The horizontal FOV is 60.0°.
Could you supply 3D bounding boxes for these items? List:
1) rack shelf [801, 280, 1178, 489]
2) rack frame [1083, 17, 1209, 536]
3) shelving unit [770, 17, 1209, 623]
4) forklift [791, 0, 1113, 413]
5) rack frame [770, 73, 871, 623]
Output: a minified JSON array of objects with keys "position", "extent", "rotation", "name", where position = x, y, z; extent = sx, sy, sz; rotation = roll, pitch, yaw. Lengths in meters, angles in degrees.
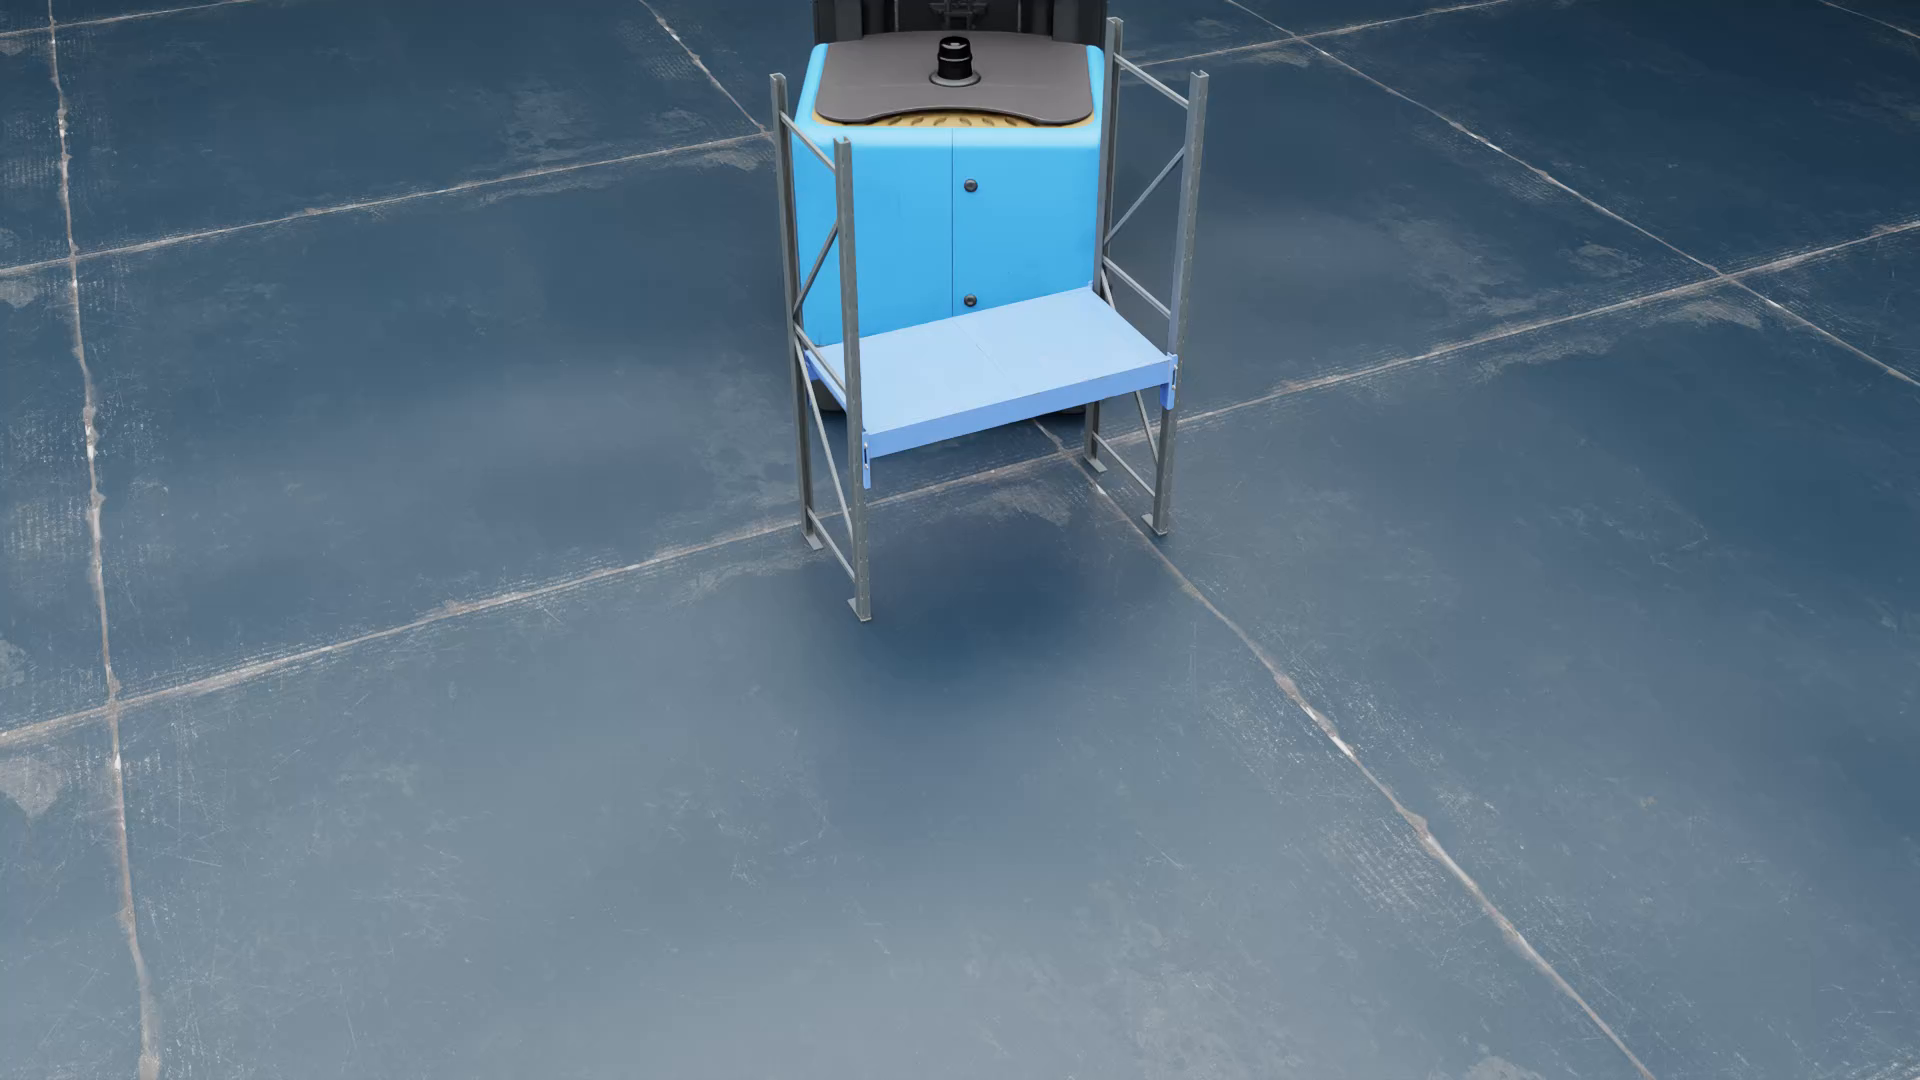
[{"position":[0.077,-0.480,4.939],"extent":[1.000,0.185,0.538],"rotation":[-16,39,-20],"name":"rack shelf"},{"position":[0.537,-0.753,5.006],"extent":[0.032,1.500,0.500],"rotation":[-16,39,-20],"name":"rack frame"},{"position":[0.077,-0.624,4.832],"extent":[1.048,1.500,0.538],"rotation":[-16,39,-20],"name":"shelving unit"},{"position":[0.004,-2.461,6.108],"extent":[1.130,2.935,3.031],"rotation":[1,37,1],"name":"forklift"},{"position":[-0.383,-0.495,4.659],"extent":[0.032,1.500,0.500],"rotation":[-16,39,-20],"name":"rack frame"}]
